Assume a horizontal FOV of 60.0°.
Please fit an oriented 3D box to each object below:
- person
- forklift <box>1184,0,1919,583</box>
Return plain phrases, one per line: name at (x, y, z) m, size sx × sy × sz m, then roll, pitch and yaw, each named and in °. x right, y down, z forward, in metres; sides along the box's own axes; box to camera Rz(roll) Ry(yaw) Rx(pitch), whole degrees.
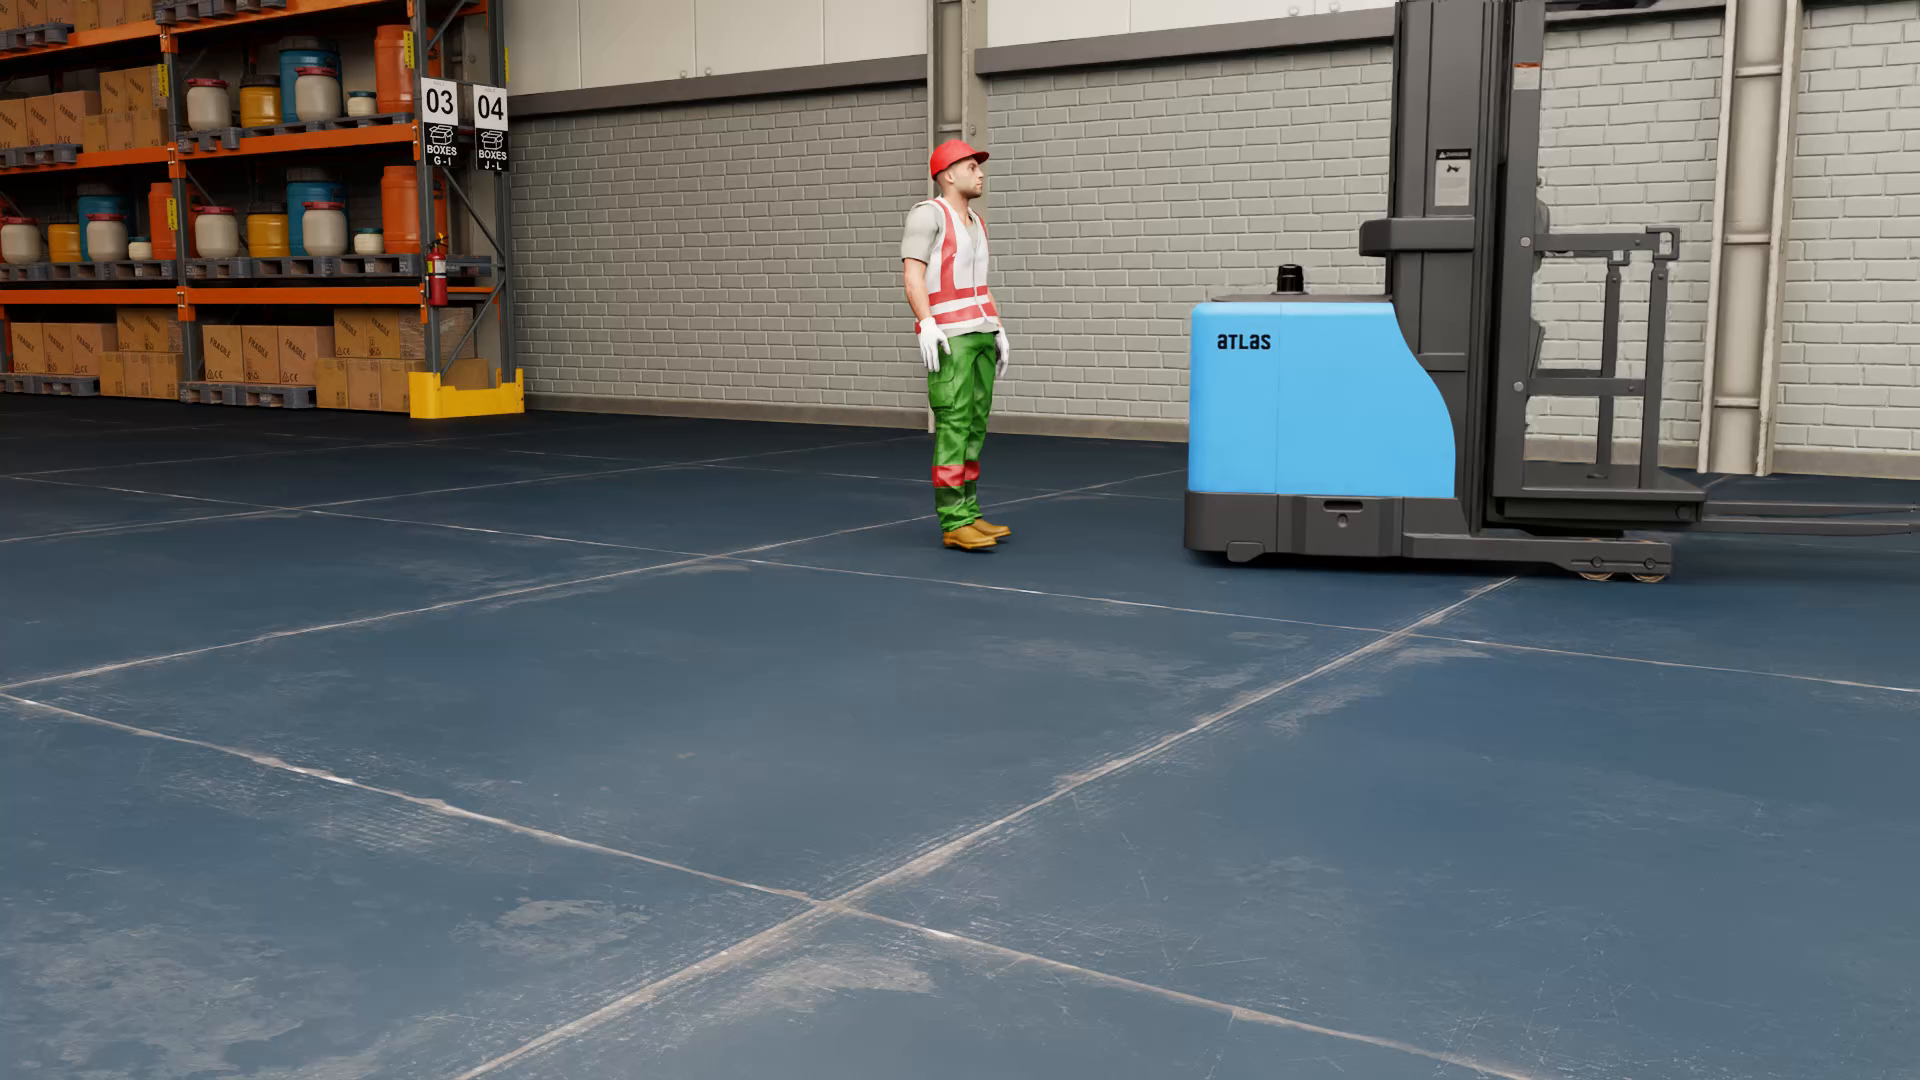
person at (0.060, -0.885, 7.423) m, size 0.564 × 1.787 × 0.638 m, roll 5°, pitch 10°, yaw 34°
forklift at (2.497, -1.367, 6.803) m, size 3.031 × 2.935 × 1.130 m, roll 2°, pitch 8°, yaw 12°
